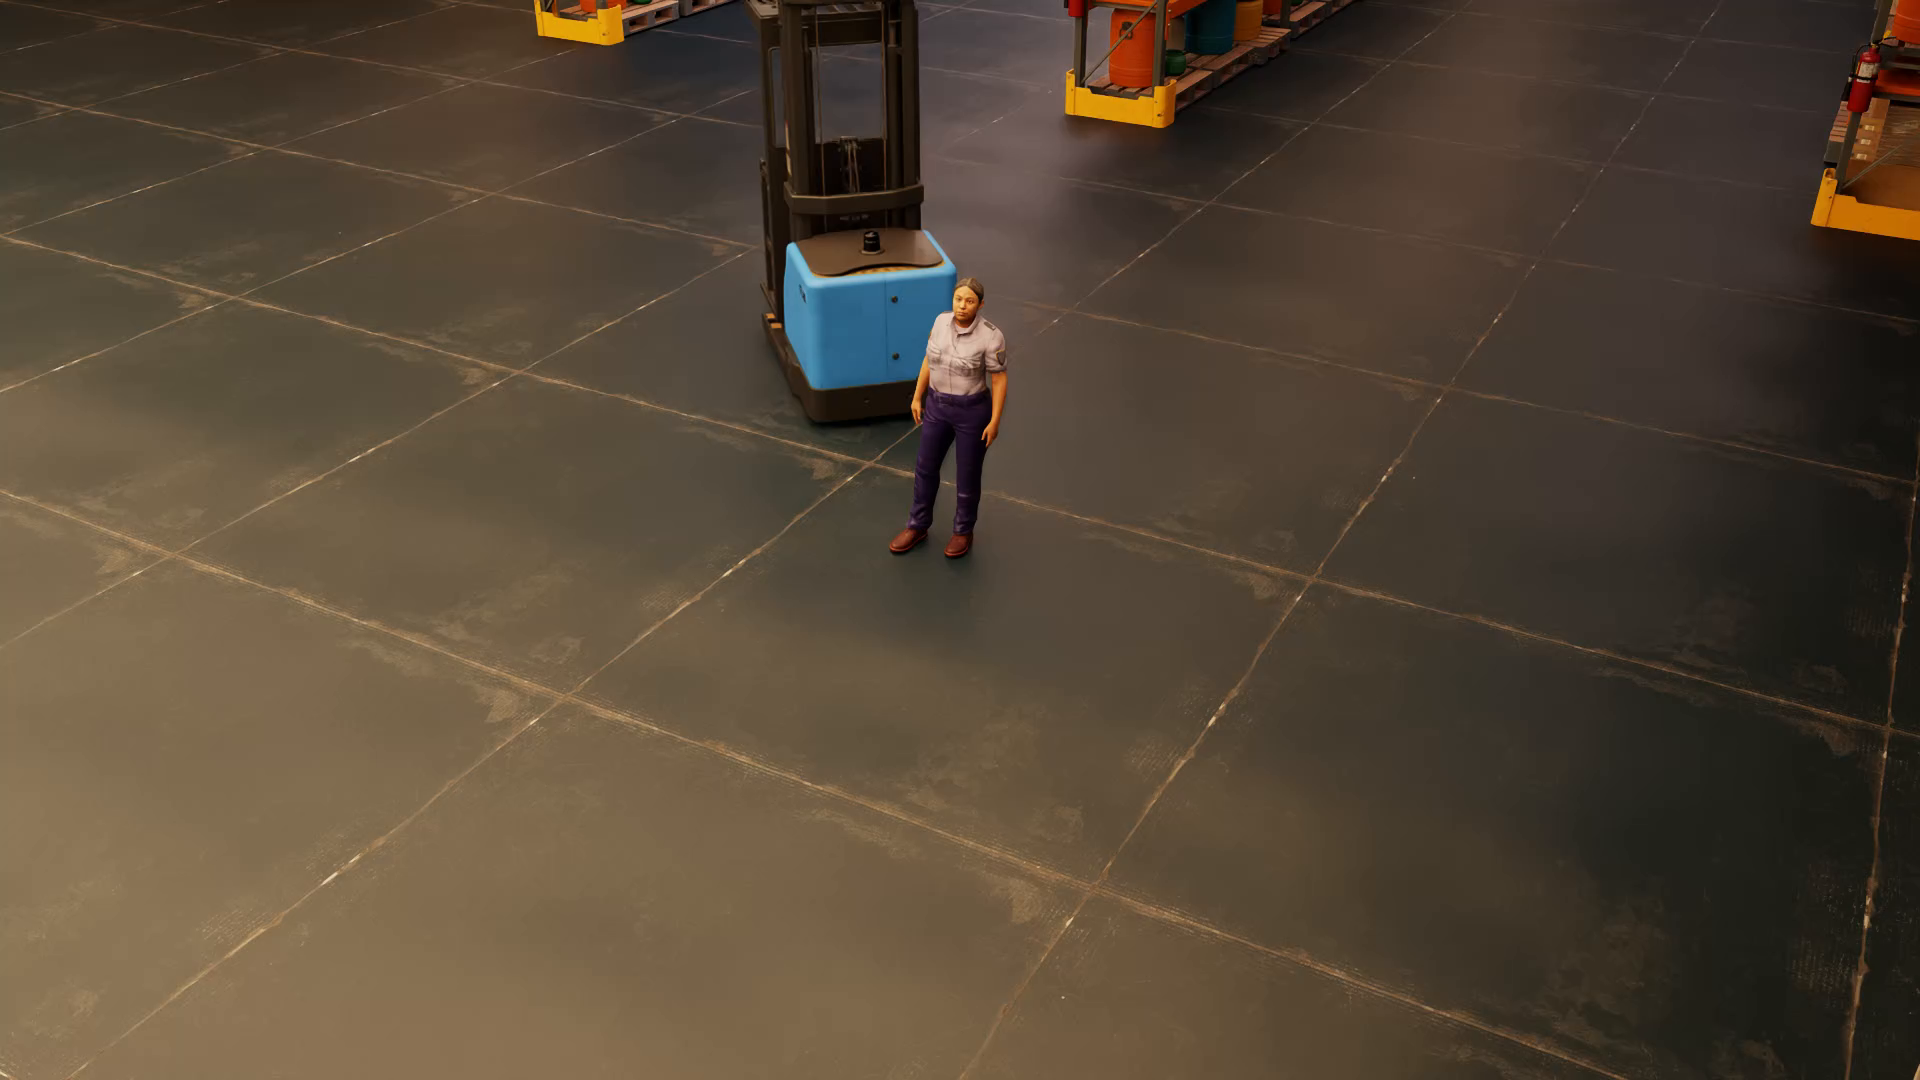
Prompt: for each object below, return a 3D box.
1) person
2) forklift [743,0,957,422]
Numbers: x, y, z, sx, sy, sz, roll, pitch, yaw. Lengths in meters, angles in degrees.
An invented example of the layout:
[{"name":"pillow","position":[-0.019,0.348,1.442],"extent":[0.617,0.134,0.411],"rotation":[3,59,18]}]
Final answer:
[{"name":"person","position":[-0.063,-0.686,9.529],"extent":[0.599,1.650,0.503],"rotation":[15,33,25]},{"name":"forklift","position":[-0.886,-2.787,11.900],"extent":[1.130,2.935,3.031],"rotation":[-8,31,-13]}]
